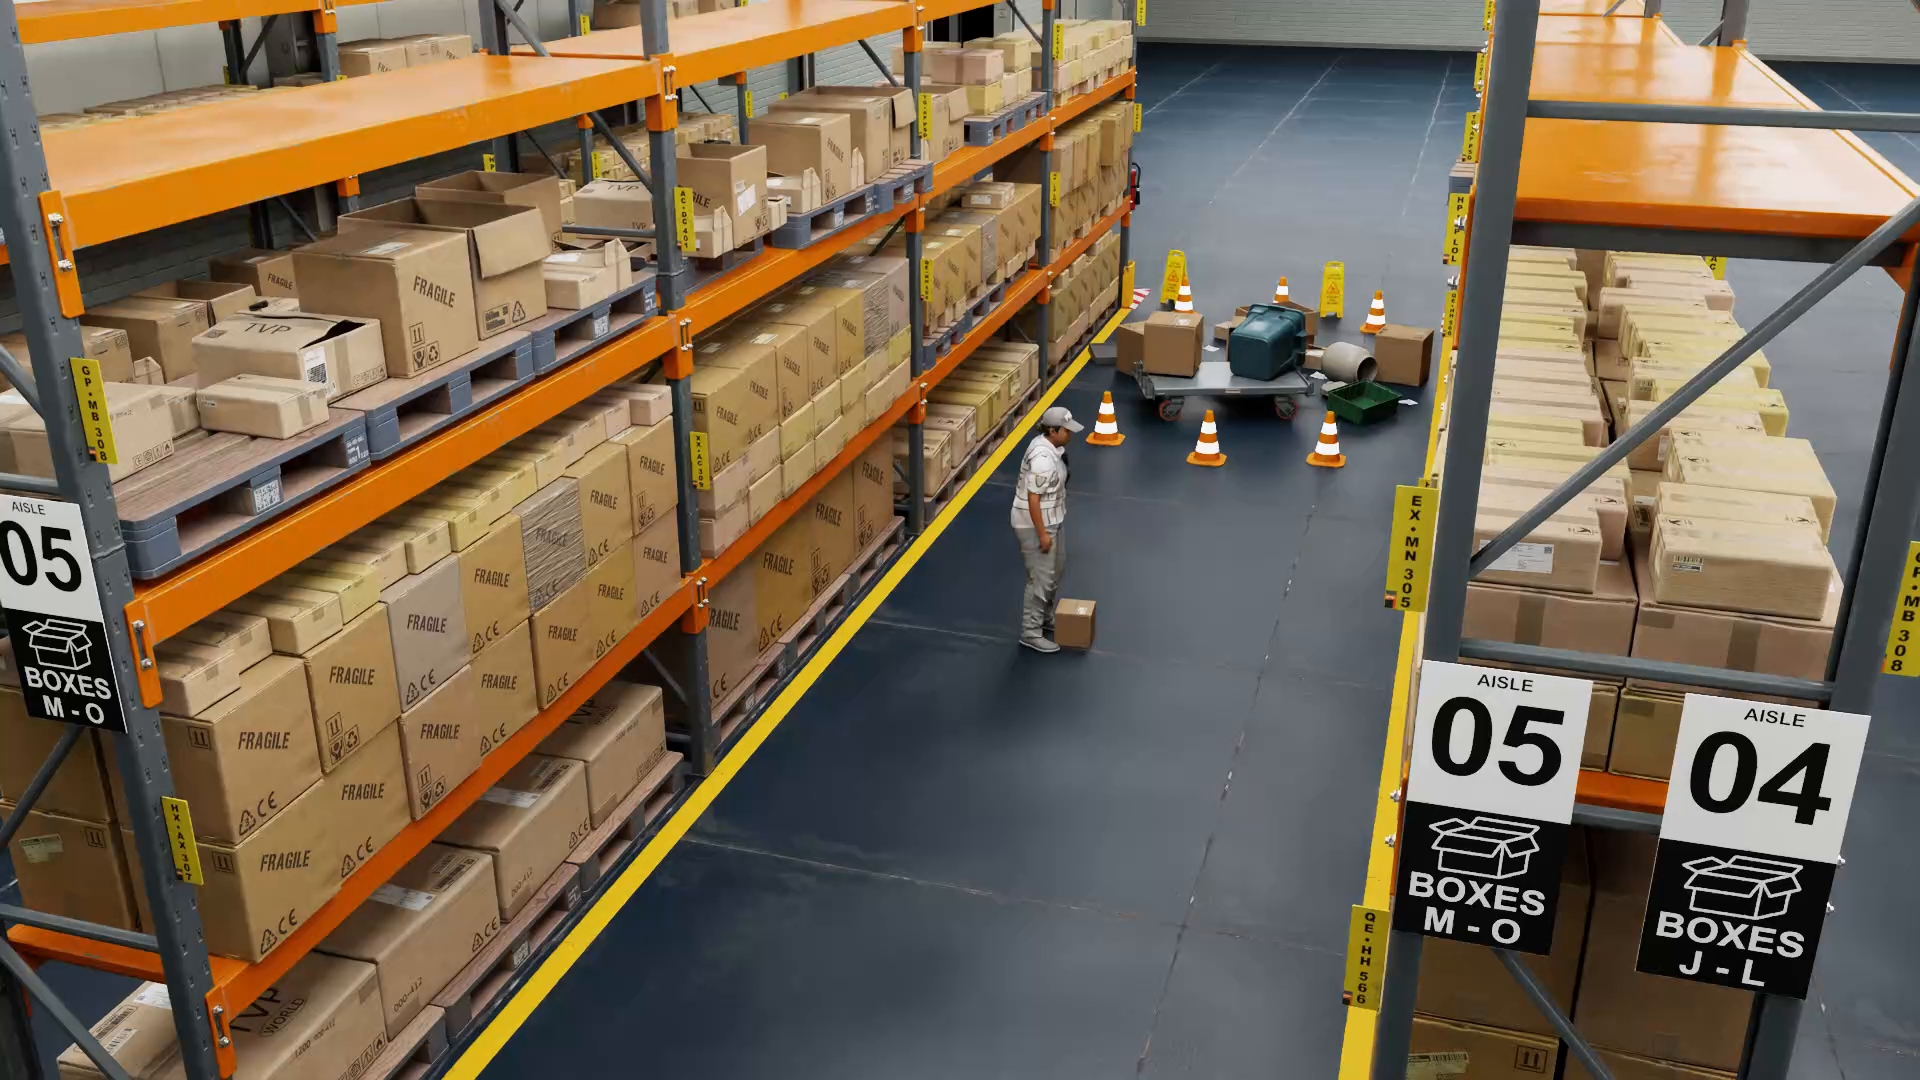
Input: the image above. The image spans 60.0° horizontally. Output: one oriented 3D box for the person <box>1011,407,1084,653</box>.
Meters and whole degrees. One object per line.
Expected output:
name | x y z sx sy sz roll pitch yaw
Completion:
person | 0.589 -0.102 11.330 0.463 1.667 0.563 5 23 13
